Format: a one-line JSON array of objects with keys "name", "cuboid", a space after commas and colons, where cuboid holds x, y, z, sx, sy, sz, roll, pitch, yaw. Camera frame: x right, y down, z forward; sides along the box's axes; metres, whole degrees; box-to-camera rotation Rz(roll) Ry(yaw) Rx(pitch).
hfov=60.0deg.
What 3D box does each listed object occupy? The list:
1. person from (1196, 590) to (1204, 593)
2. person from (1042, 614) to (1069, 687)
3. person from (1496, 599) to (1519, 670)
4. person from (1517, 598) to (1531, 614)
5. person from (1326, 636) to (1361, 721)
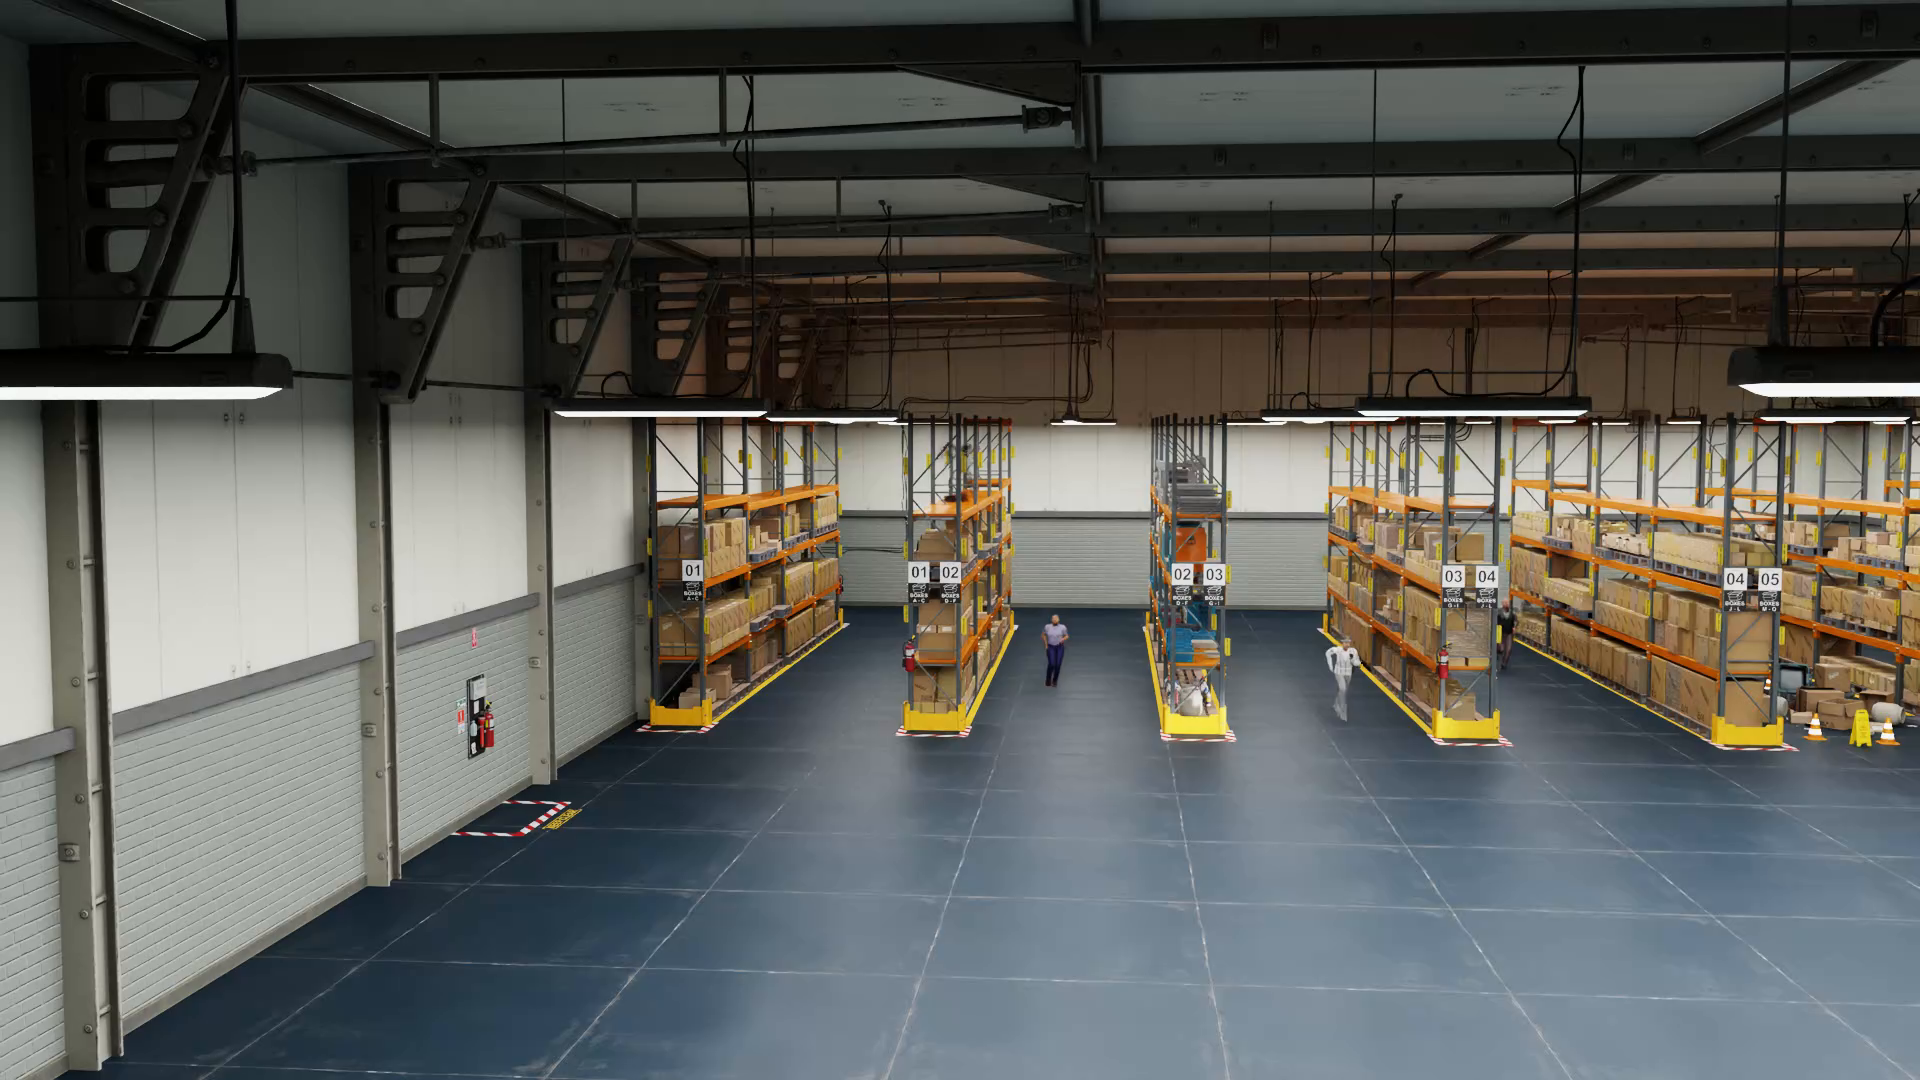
[{"name": "person", "cuboid": [6.871, 1.684, 47.795, 0.879, 1.675, 0.620, 1, 4, 17]}, {"name": "person", "cuboid": [2.114, 2.445, 36.729, 0.580, 1.638, 0.638, 0, 4, -2]}, {"name": "person", "cuboid": [12.955, 2.237, 39.557, 0.670, 1.677, 0.589, 0, 4, 6]}, {"name": "person", "cuboid": [16.069, 1.709, 47.026, 0.601, 1.723, 0.679, 1, 4, 12]}, {"name": "person", "cuboid": [7.563, 2.692, 32.861, 0.606, 1.685, 0.895, 0, 4, -6]}]
